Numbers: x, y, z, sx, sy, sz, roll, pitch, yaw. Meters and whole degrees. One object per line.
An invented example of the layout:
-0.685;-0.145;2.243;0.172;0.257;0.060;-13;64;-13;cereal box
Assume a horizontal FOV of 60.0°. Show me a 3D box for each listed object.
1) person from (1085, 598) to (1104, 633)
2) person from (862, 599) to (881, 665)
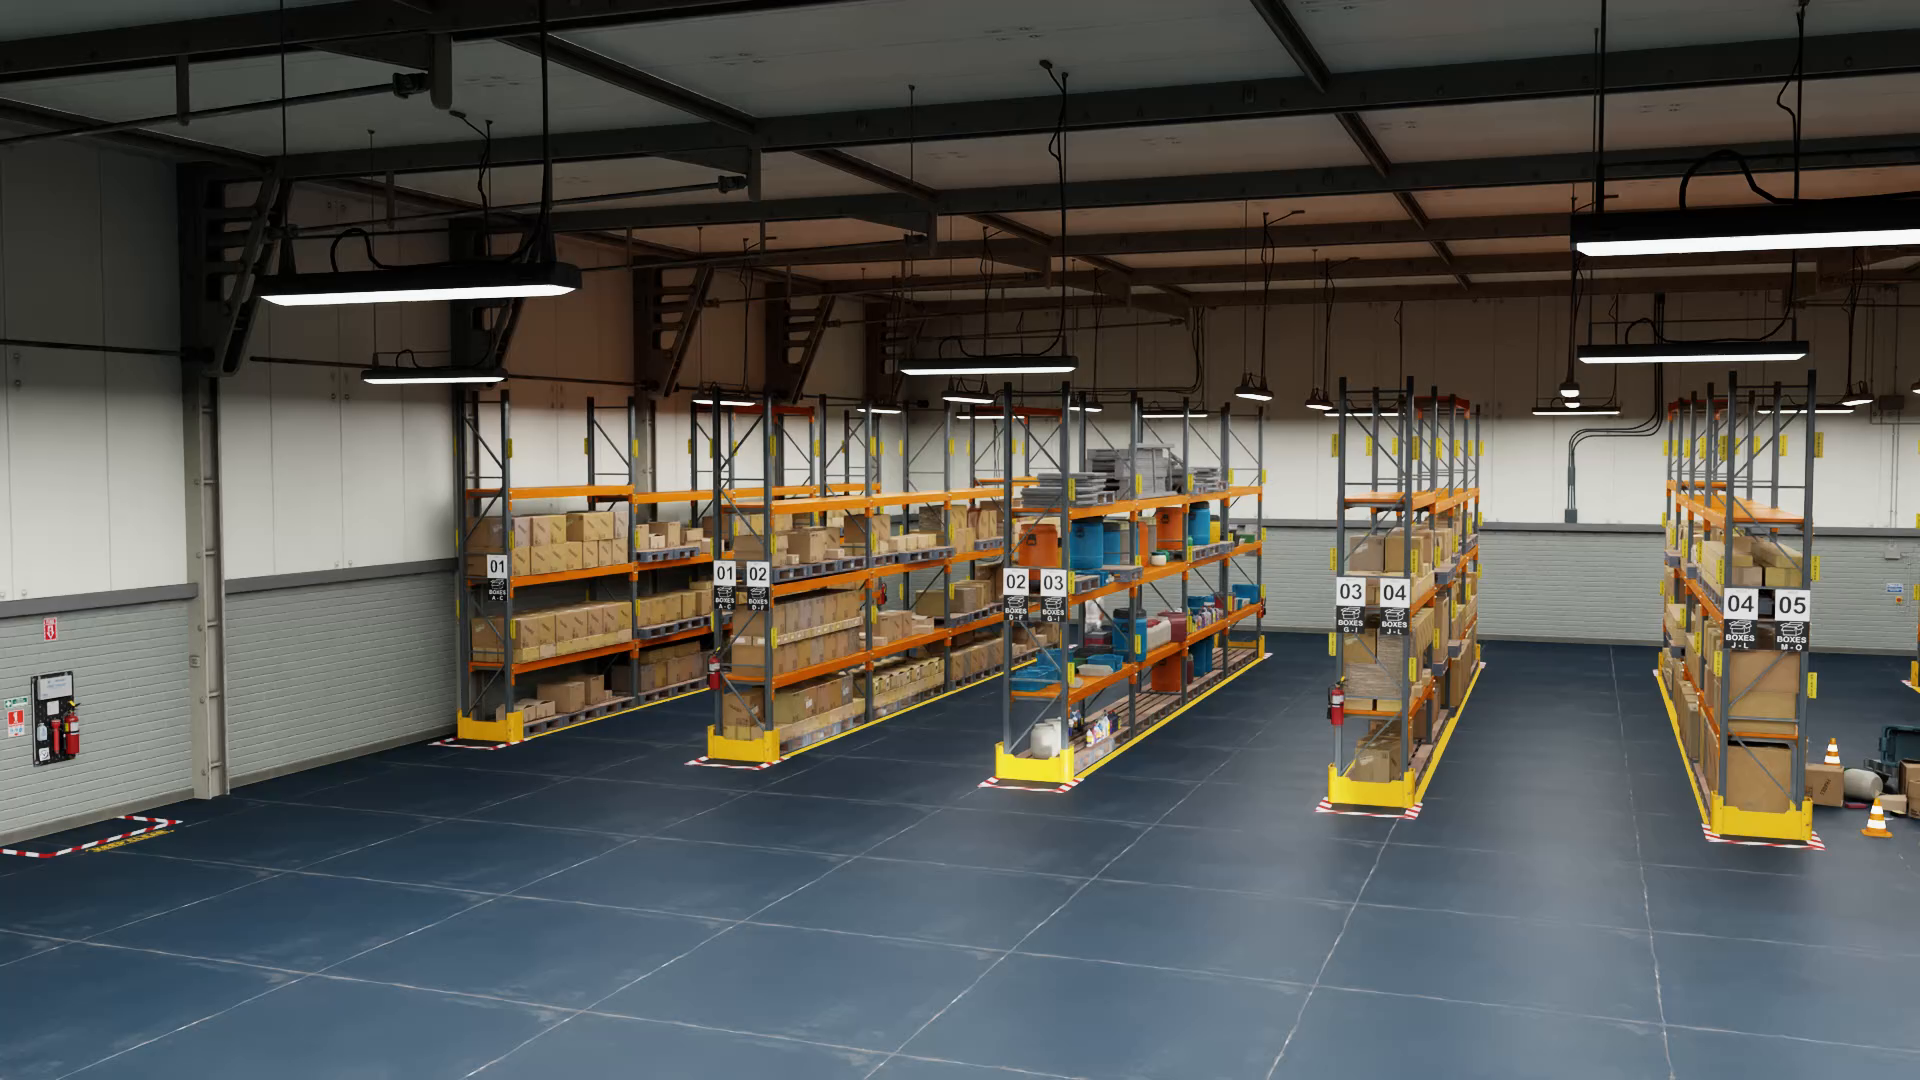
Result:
3.092;1.945;39.286;0.616;1.719;1.039;1;3;22;person
-2.035;2.084;38.565;0.421;1.561;0.768;1;3;18;person
